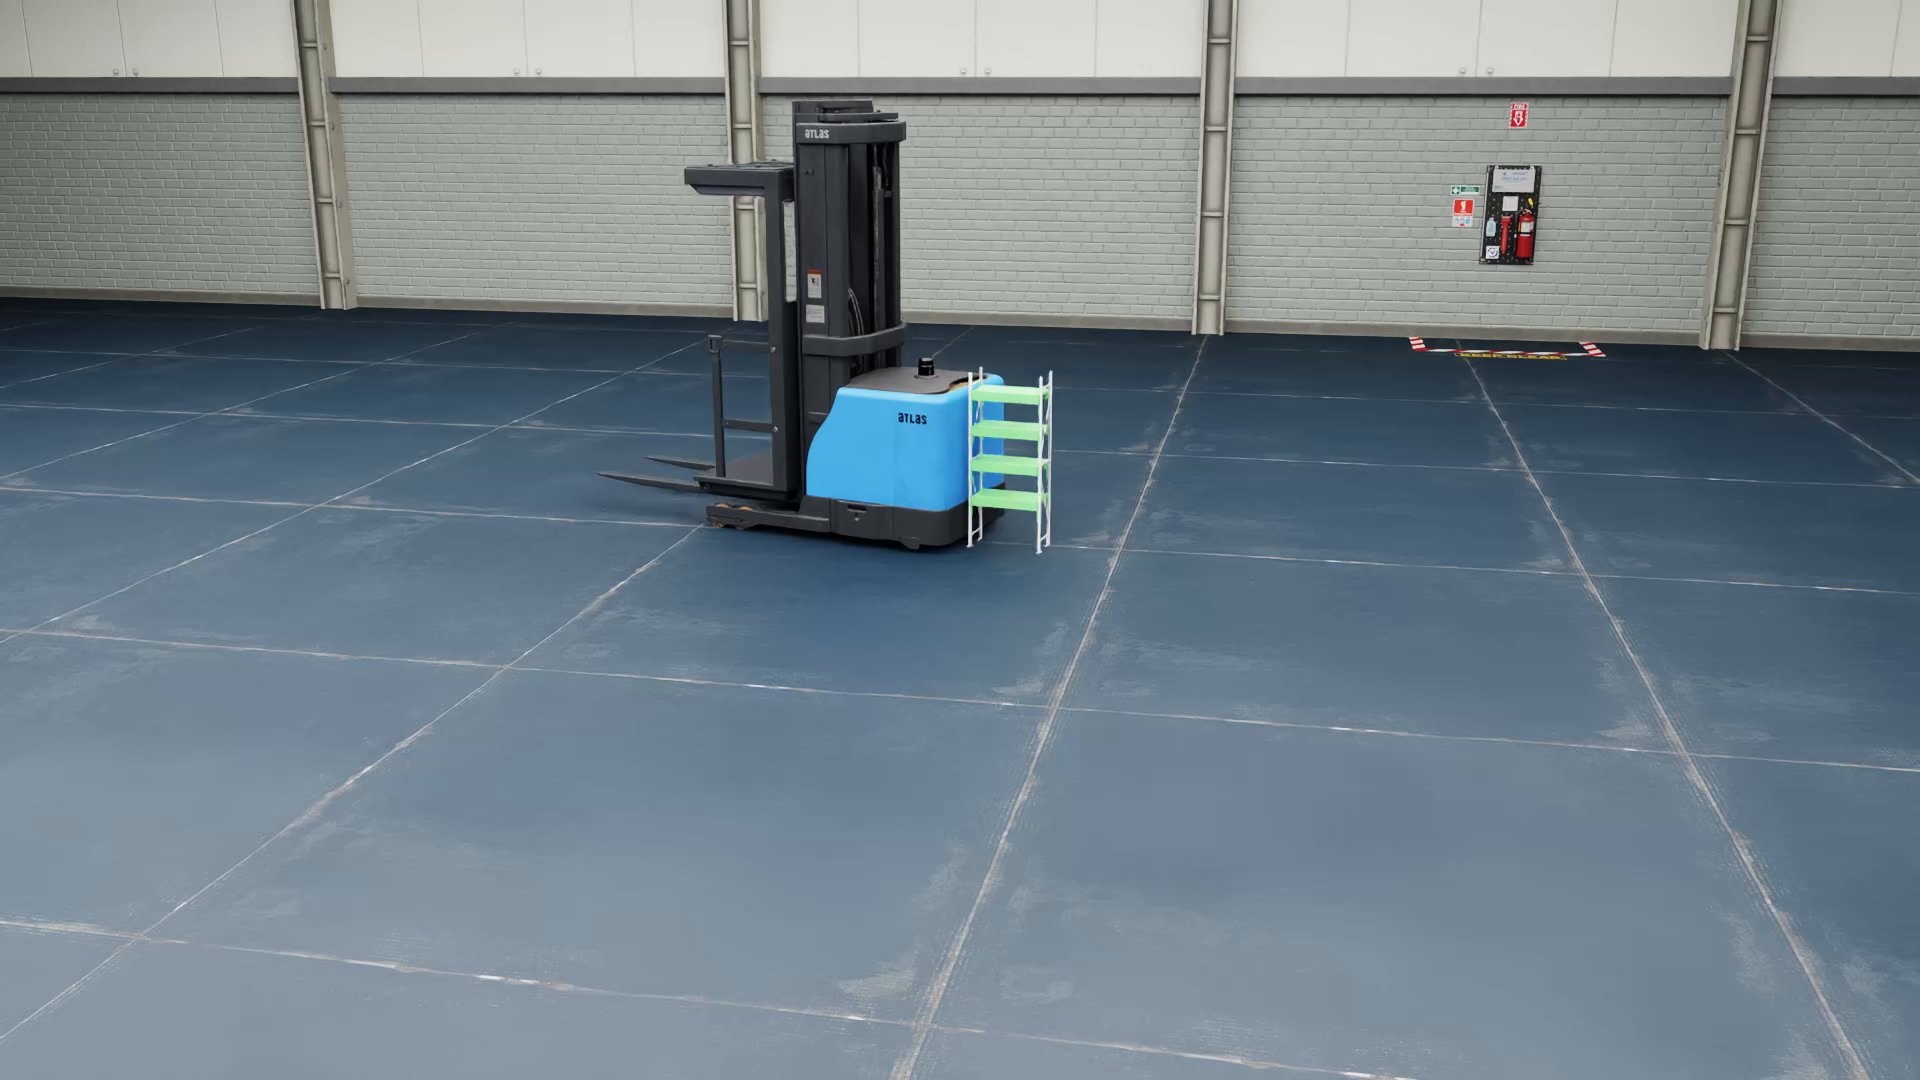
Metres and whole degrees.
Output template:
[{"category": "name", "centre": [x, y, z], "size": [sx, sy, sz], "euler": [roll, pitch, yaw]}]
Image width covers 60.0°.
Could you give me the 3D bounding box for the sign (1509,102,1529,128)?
[{"category": "sign", "centre": [6.593, -5.011, 19.620], "size": [0.199, 0.298, 0.001], "euler": [3, 16, 11]}]

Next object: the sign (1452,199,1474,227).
[{"category": "sign", "centre": [6.060, -3.941, 20.033], "size": [0.234, 0.329, 0.001], "euler": [3, 16, 11]}]

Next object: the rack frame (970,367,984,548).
[{"category": "rack frame", "centre": [0.113, -0.556, 11.251], "size": [0.015, 1.200, 0.240], "euler": [6, 16, 19]}]

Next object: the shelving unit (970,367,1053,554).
[{"category": "shelving unit", "centre": [0.343, -0.534, 11.171], "size": [0.503, 1.200, 0.258], "euler": [6, 16, 19]}]

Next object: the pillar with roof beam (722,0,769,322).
[{"category": "pillar with roof beam", "centre": [-3.622, -6.129, 16.761], "size": [0.400, 9.000, 9.100], "euler": [3, 16, 11]}]

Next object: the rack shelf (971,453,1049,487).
[{"category": "rack shelf", "centre": [0.343, -0.472, 11.188], "size": [0.480, 0.148, 0.258], "euler": [6, 16, 19]}]

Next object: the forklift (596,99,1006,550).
[{"category": "forklift", "centre": [-1.224, -1.598, 11.769], "size": [3.031, 2.935, 1.130], "euler": [8, 17, 25]}]

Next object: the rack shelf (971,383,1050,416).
[{"category": "rack shelf", "centre": [0.343, -0.935, 11.060], "size": [0.480, 0.148, 0.258], "euler": [6, 16, 19]}]

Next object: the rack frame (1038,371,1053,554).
[{"category": "rack frame", "centre": [0.572, -0.511, 11.090], "size": [0.015, 1.200, 0.240], "euler": [6, 16, 19]}]

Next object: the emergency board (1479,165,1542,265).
[{"category": "emergency board", "centre": [6.581, -3.867, 19.834], "size": [0.643, 1.169, 0.194], "euler": [3, 16, 11]}]

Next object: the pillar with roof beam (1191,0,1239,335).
[{"category": "pillar with roof beam", "centre": [2.258, -5.810, 15.609], "size": [0.400, 9.000, 9.100], "euler": [3, 16, 11]}]

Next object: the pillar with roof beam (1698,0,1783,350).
[{"category": "pillar with roof beam", "centre": [8.138, -5.491, 14.457], "size": [0.400, 9.000, 9.100], "euler": [3, 16, 11]}]

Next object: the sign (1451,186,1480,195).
[{"category": "sign", "centre": [6.063, -4.194, 19.953], "size": [0.331, 0.109, 0.001], "euler": [3, 16, 11]}]

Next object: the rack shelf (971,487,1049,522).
[{"category": "rack shelf", "centre": [0.343, -0.241, 11.252], "size": [0.480, 0.148, 0.258], "euler": [6, 16, 19]}]

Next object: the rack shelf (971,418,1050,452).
[{"category": "rack shelf", "centre": [0.343, -0.703, 11.124], "size": [0.480, 0.148, 0.258], "euler": [6, 16, 19]}]

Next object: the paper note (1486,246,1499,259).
[{"category": "paper note", "centre": [6.422, -3.470, 20.051], "size": [0.142, 0.148, 0.016], "euler": [3, 16, 11]}]

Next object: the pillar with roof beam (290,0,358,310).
[{"category": "pillar with roof beam", "centre": [-9.501, -6.448, 17.914], "size": [0.400, 9.000, 9.100], "euler": [3, 16, 11]}]
